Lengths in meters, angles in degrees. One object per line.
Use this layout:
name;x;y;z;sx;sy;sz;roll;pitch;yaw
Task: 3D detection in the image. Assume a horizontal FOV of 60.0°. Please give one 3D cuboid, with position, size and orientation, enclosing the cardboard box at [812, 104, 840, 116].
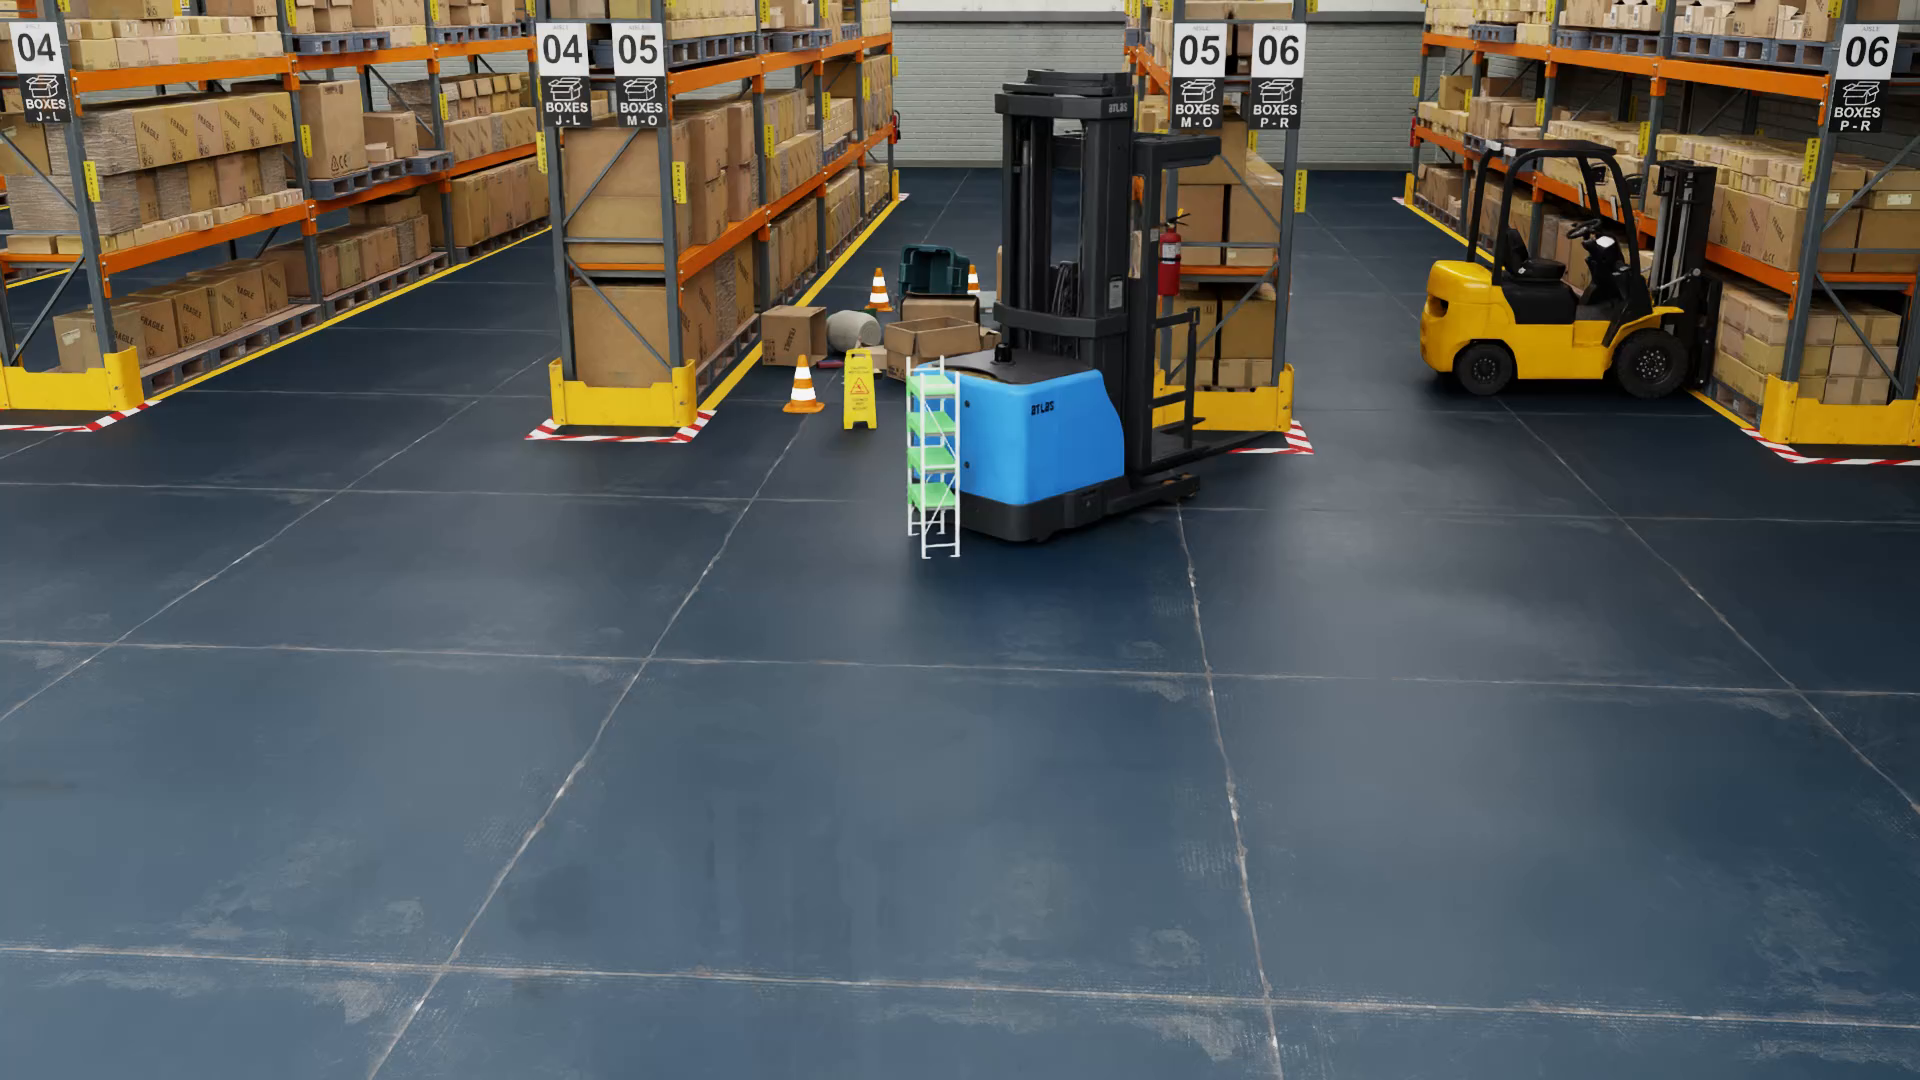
cardboard box;-1.875;-5.990;23.159;0.380;0.149;0.250;0;18;1

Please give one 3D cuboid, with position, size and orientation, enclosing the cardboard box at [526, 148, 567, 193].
cardboard box;-6.759;-5.696;26.226;0.875;0.875;0.875;1;18;4

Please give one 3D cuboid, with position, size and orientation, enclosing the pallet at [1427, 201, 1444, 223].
pallet;8.084;-5.240;26.575;1.003;0.211;1.213;1;18;4

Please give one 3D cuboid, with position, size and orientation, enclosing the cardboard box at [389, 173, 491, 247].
cardboard box;-7.103;-4.464;22.467;1.225;0.875;0.875;0;18;1

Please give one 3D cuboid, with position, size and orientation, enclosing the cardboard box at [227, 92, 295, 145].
cardboard box;-7.218;-4.336;17.095;0.500;0.500;0.500;1;18;4

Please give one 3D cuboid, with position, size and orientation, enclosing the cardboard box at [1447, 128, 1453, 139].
cardboard box;7.748;-6.280;25.676;0.380;0.149;0.250;1;18;3

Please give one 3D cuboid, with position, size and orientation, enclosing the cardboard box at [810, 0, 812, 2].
cardboard box;-1.892;-7.034;21.367;0.396;0.266;0.258;1;18;4

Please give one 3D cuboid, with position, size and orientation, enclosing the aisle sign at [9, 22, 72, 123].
aisle sign;-7.452;-3.785;13.482;0.394;0.787;0.004;1;18;4

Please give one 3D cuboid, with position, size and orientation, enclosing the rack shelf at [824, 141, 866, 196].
rack shelf;-2.090;-5.197;23.123;1.077;0.370;4.000;1;18;4

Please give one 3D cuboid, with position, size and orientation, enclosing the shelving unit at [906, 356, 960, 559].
shelving unit;-0.174;-0.531;10.616;0.258;1.200;0.503;-4;19;-11

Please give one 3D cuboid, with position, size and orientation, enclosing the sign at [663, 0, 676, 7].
sign;-2.254;-4.298;12.874;0.100;0.325;0.005;1;18;4

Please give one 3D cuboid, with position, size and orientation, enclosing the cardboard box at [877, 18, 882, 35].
cardboard box;-1.525;-8.132;26.346;0.500;0.250;0.500;2;18;6

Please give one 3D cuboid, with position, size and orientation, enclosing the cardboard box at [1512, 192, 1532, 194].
cardboard box;7.568;-4.620;22.502;0.380;0.149;0.250;0;18;1

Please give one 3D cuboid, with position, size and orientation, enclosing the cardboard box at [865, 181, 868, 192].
cardboard box;-1.636;-5.475;25.762;0.380;0.149;0.250;2;18;7

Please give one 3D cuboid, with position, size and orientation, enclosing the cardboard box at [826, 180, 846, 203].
cardboard box;-1.858;-4.806;22.908;0.500;0.250;0.500;1;18;4

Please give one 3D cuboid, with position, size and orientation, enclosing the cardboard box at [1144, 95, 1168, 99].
cardboard box;2.177;-4.129;16.463;0.700;0.500;0.500;1;18;3

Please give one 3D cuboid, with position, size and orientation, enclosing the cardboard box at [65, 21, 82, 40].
cardboard box;-7.496;-4.200;13.706;0.380;0.149;0.250;1;18;4

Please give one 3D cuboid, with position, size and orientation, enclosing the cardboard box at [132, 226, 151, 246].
cardboard box;-7.418;-2.694;14.731;0.380;0.149;0.250;1;18;4

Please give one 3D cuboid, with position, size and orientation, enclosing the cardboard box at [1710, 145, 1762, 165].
cardboard box;7.044;-3.490;15.077;0.380;0.149;0.250;1;18;4

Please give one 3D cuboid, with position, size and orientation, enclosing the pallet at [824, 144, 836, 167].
pallet;-2.288;-5.051;21.828;1.213;0.211;1.003;1;18;4

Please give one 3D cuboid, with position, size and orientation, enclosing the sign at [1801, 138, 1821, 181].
sign;6.549;-2.924;12.789;0.100;0.325;0.005;1;18;4

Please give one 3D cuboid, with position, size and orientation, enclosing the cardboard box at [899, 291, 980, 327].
cardboard box;-0.203;-2.125;16.383;0.797;0.637;0.503;1;18;4

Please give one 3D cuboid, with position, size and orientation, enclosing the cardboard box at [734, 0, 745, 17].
cardboard box;-2.336;-5.103;15.790;0.500;0.250;0.500;1;18;4

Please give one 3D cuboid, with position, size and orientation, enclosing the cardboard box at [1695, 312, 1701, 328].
cardboard box;6.914;-2.005;15.163;0.500;0.250;0.500;1;18;4

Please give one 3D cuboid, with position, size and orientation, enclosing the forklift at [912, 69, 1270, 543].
forklift;1.071;-1.750;11.556;3.031;2.935;1.130;-17;25;-42

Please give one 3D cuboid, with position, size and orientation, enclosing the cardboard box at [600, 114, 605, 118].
cardboard box;-6.314;-7.227;28.564;0.380;0.149;0.250;1;18;4

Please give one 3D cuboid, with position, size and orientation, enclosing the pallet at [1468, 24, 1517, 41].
pallet;7.833;-7.107;23.279;1.213;0.211;1.003;1;18;4

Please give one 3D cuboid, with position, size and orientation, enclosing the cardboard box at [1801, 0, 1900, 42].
cardboard box;6.878;-4.108;12.829;0.500;0.500;0.500;2;18;6

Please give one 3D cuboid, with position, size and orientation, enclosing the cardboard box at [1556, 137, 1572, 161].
cardboard box;7.350;-4.608;19.606;0.500;0.250;0.500;2;18;6

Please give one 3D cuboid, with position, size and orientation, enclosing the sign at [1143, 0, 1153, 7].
sign;1.871;-5.466;16.508;0.100;0.325;0.005;1;18;4

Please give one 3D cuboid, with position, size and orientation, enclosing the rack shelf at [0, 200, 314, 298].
rack shelf;-7.603;-2.855;15.974;1.077;0.370;4.000;1;18;4

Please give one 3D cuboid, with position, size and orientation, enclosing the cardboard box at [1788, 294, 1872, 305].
cardboard box;7.345;-1.913;14.080;0.500;0.250;0.500;1;18;4

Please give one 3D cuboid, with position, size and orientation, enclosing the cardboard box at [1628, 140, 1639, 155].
cardboard box;7.249;-4.109;17.444;0.380;0.149;0.250;1;18;4

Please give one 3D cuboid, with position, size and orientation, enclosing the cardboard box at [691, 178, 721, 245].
cardboard box;-2.642;-2.963;14.909;0.875;0.550;0.550;1;18;4

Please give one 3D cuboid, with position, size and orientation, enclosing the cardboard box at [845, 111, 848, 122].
cardboard box;-1.816;-6.095;23.959;0.380;0.149;0.250;2;18;6

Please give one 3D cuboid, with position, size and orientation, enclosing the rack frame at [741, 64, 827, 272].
rack frame;-2.233;-4.918;21.115;1.000;3.000;0.127;1;18;4

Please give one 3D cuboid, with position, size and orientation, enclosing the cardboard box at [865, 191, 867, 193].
cardboard box;-1.669;-5.493;26.296;0.380;0.149;0.250;0;18;1

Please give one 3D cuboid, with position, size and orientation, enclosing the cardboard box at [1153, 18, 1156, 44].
cardboard box;2.092;-4.801;15.705;0.500;0.250;0.500;1;18;3

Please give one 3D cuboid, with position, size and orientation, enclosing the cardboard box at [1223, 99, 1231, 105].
cardboard box;2.786;-4.771;18.313;0.380;0.149;0.250;2;18;7

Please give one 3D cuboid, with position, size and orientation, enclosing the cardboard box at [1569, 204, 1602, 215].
cardboard box;8.011;-4.204;21.235;0.380;0.149;0.250;2;18;7

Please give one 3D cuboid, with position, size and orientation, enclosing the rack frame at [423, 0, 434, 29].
rack frame;-7.173;-7.911;20.615;1.000;3.000;0.127;1;18;4

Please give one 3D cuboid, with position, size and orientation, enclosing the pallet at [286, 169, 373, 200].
pallet;-7.260;-3.961;18.502;1.003;0.211;1.213;1;18;4

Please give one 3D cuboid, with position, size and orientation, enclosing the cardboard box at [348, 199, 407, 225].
cardboard box;-7.219;-4.064;20.612;0.500;0.250;0.500;3;18;10

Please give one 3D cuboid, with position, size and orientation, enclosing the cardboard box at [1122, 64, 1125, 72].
cardboard box;2.966;-7.704;27.850;0.500;0.500;0.500;1;18;3

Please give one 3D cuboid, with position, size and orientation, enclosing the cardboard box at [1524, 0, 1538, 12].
cardboard box;7.469;-6.852;21.324;0.380;0.149;0.250;1;18;3

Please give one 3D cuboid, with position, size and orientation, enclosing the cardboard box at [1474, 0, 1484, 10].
cardboard box;7.490;-7.583;23.522;0.380;0.149;0.250;2;18;6

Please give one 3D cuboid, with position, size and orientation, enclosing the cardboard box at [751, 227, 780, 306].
cardboard box;-2.565;-3.001;18.203;1.050;0.750;0.750;1;18;4

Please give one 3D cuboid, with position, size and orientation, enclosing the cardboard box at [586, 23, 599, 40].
cardboard box;-3.121;-4.097;13.362;0.380;0.149;0.250;1;18;4

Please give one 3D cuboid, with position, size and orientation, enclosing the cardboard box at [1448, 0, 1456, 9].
cardboard box;7.850;-8.342;25.709;0.500;0.250;0.500;2;18;5

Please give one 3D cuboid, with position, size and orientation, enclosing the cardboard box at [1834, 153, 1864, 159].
cardboard box;7.527;-3.243;14.321;0.380;0.149;0.250;1;18;3

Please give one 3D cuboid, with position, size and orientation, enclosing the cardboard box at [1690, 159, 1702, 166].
cardboard box;6.971;-3.431;15.375;0.380;0.149;0.250;1;18;3

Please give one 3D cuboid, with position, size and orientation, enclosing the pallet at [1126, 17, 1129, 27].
pallet;3.242;-8.476;27.299;1.003;0.211;1.213;1;18;4

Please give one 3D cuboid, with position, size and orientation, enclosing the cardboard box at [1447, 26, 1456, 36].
cardboard box;7.761;-7.875;25.725;0.380;0.149;0.250;2;18;5

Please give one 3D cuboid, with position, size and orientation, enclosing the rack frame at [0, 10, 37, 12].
rack frame;-12.113;-8.022;20.952;1.000;3.000;0.127;1;18;4
